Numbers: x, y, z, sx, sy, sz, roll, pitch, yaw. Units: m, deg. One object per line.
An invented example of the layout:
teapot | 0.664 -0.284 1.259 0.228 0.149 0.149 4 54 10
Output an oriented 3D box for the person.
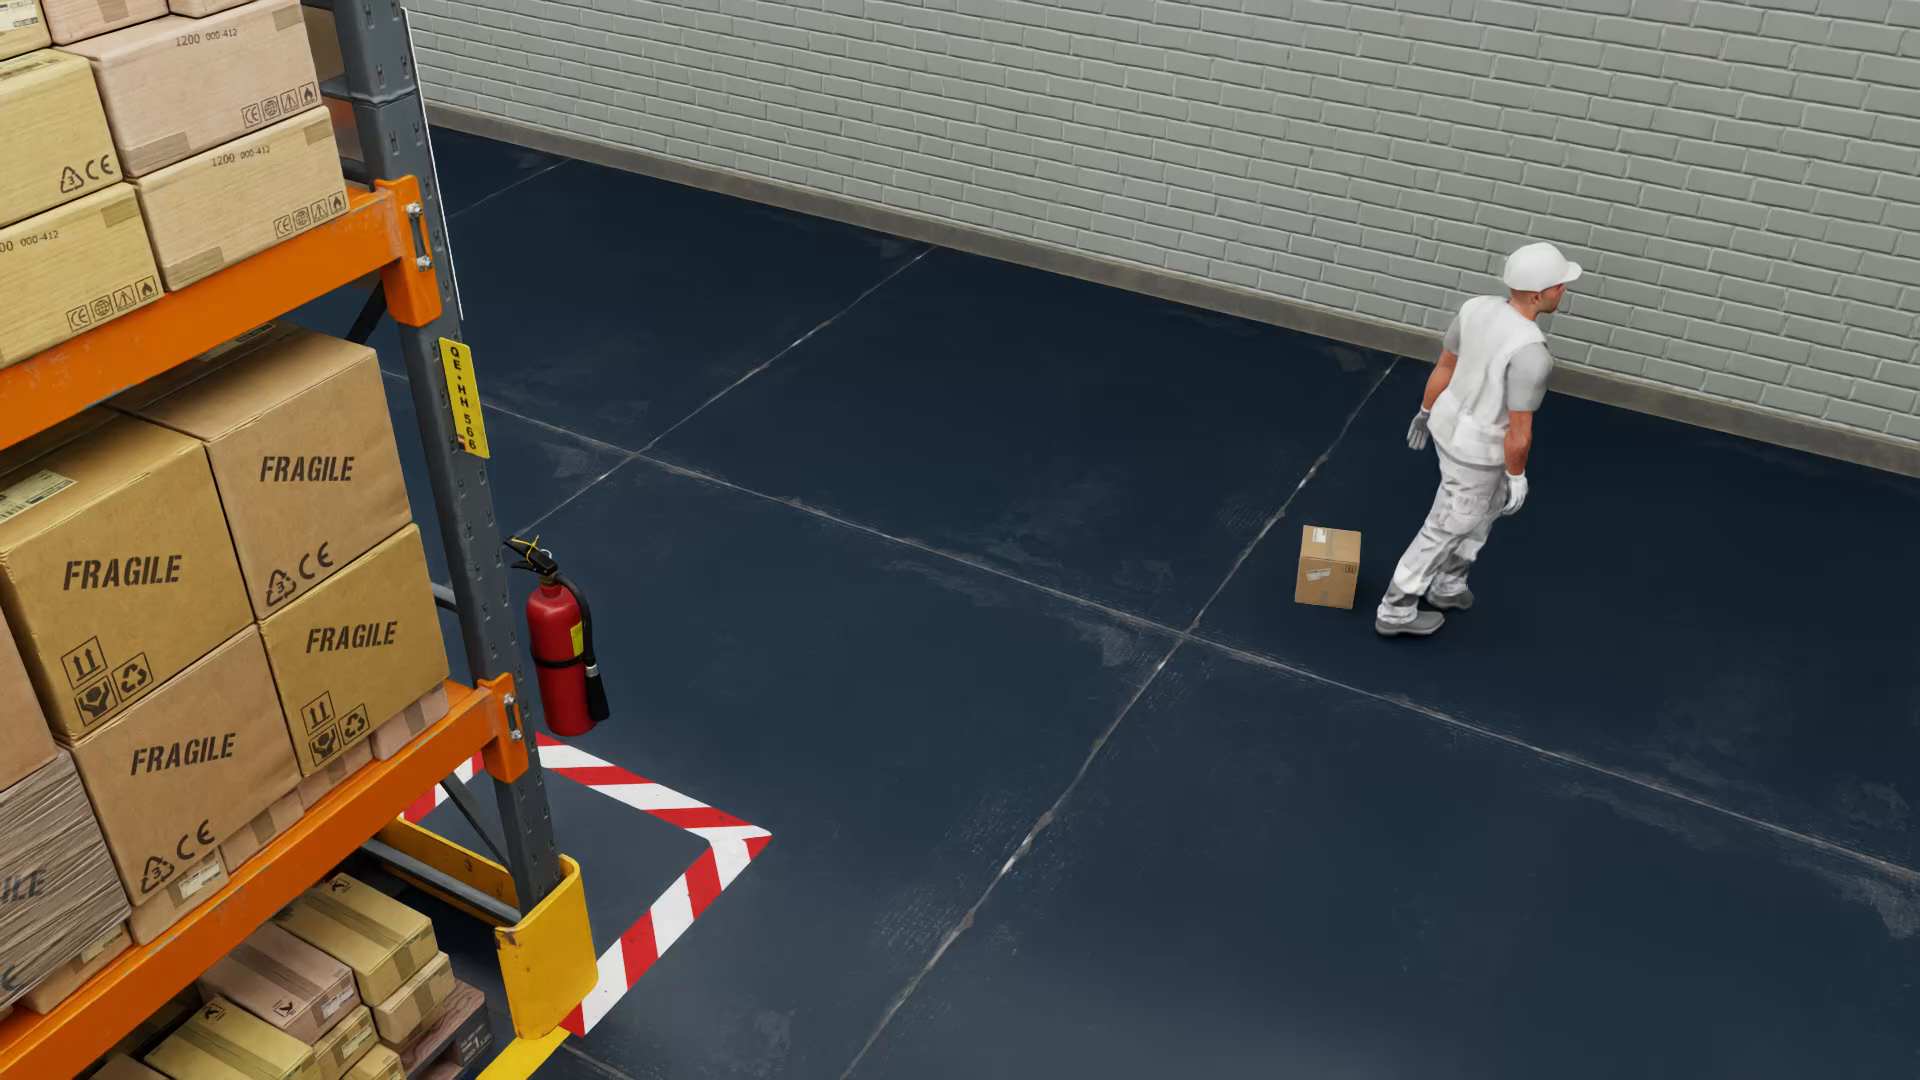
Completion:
person | 2.036 -0.353 6.642 0.551 1.795 0.578 -5 34 -7
